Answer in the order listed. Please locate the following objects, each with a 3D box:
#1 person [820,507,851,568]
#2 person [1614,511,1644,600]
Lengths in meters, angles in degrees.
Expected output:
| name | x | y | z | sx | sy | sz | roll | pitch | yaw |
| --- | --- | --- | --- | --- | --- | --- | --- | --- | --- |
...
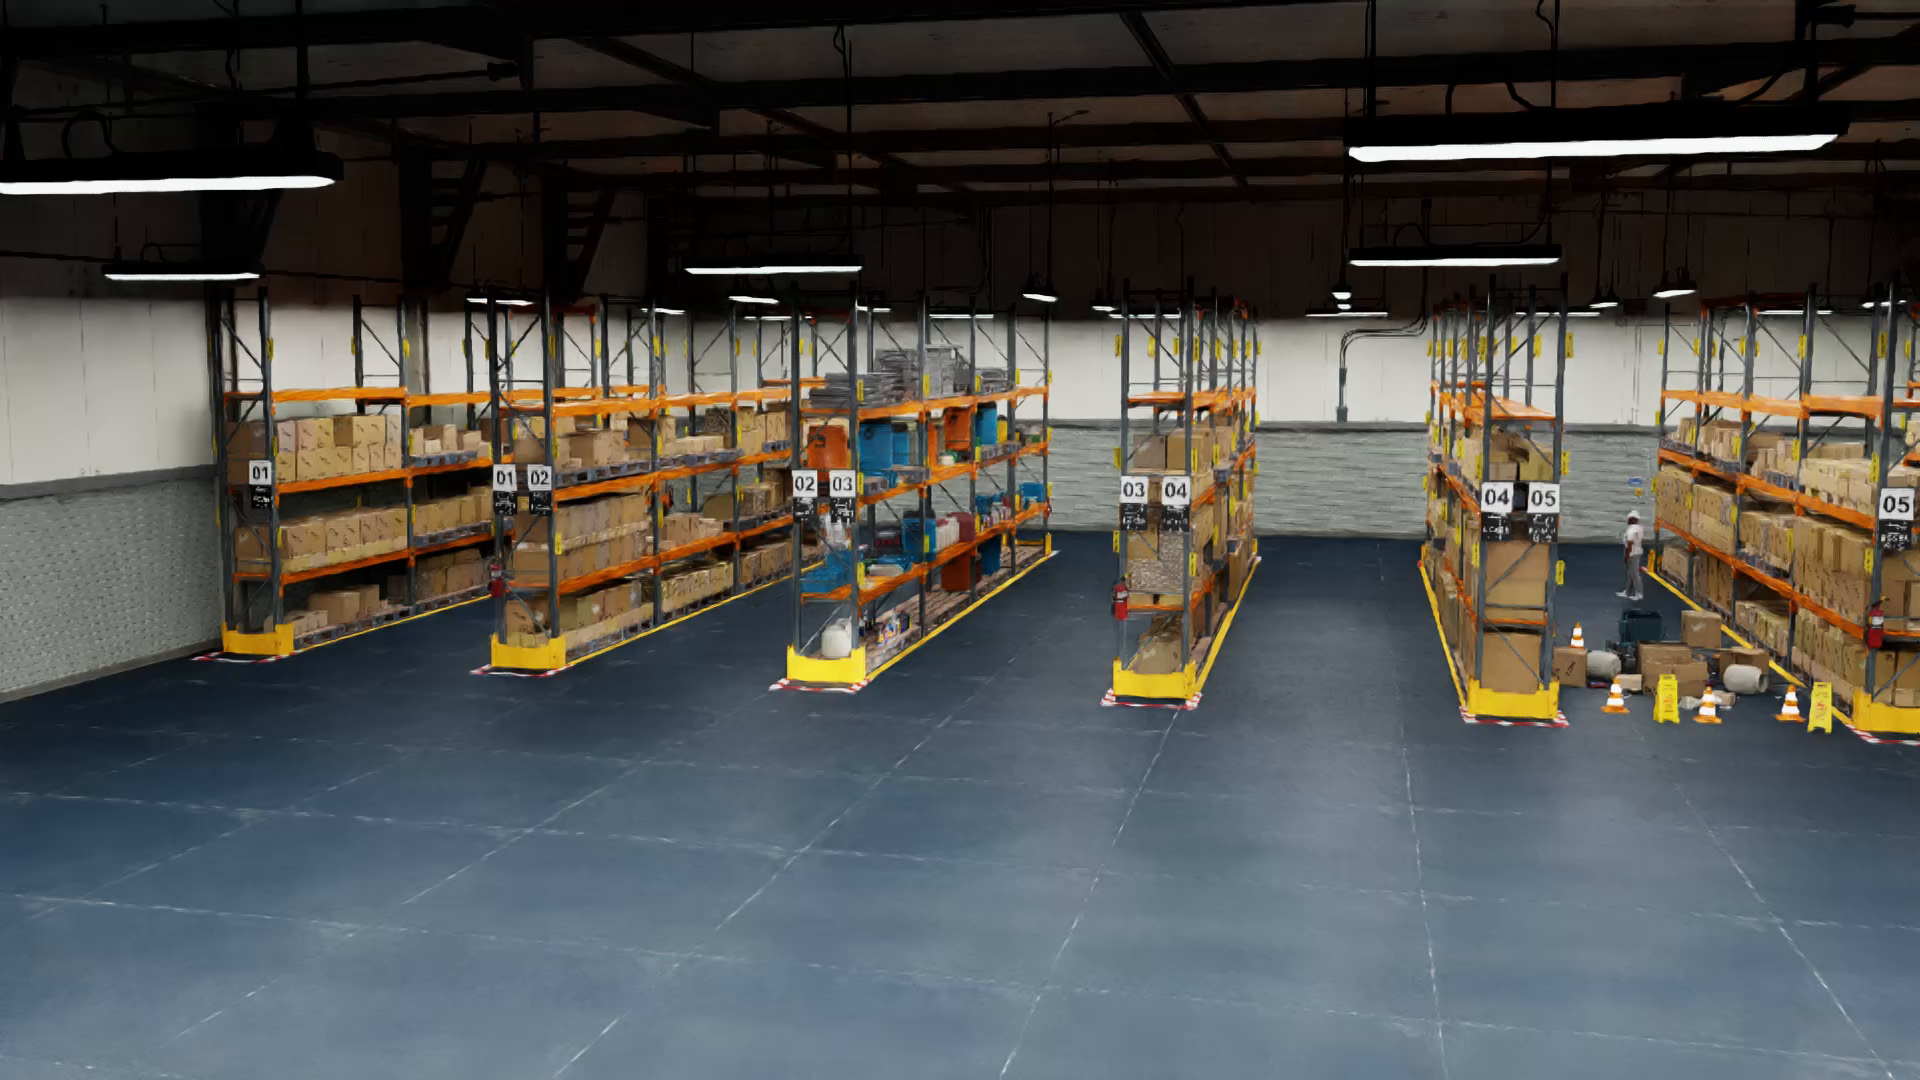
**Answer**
| name | x | y | z | sx | sy | sz | roll | pitch | yaw |
| --- | --- | --- | --- | --- | --- | --- | --- | --- | --- |
| person | -2.676 | 0.060 | 35.619 | 0.690 | 1.735 | 0.549 | 1 | 7 | 12 |
| person | 13.494 | 0.300 | 33.232 | 0.432 | 1.763 | 0.681 | 4 | 8 | 32 |
